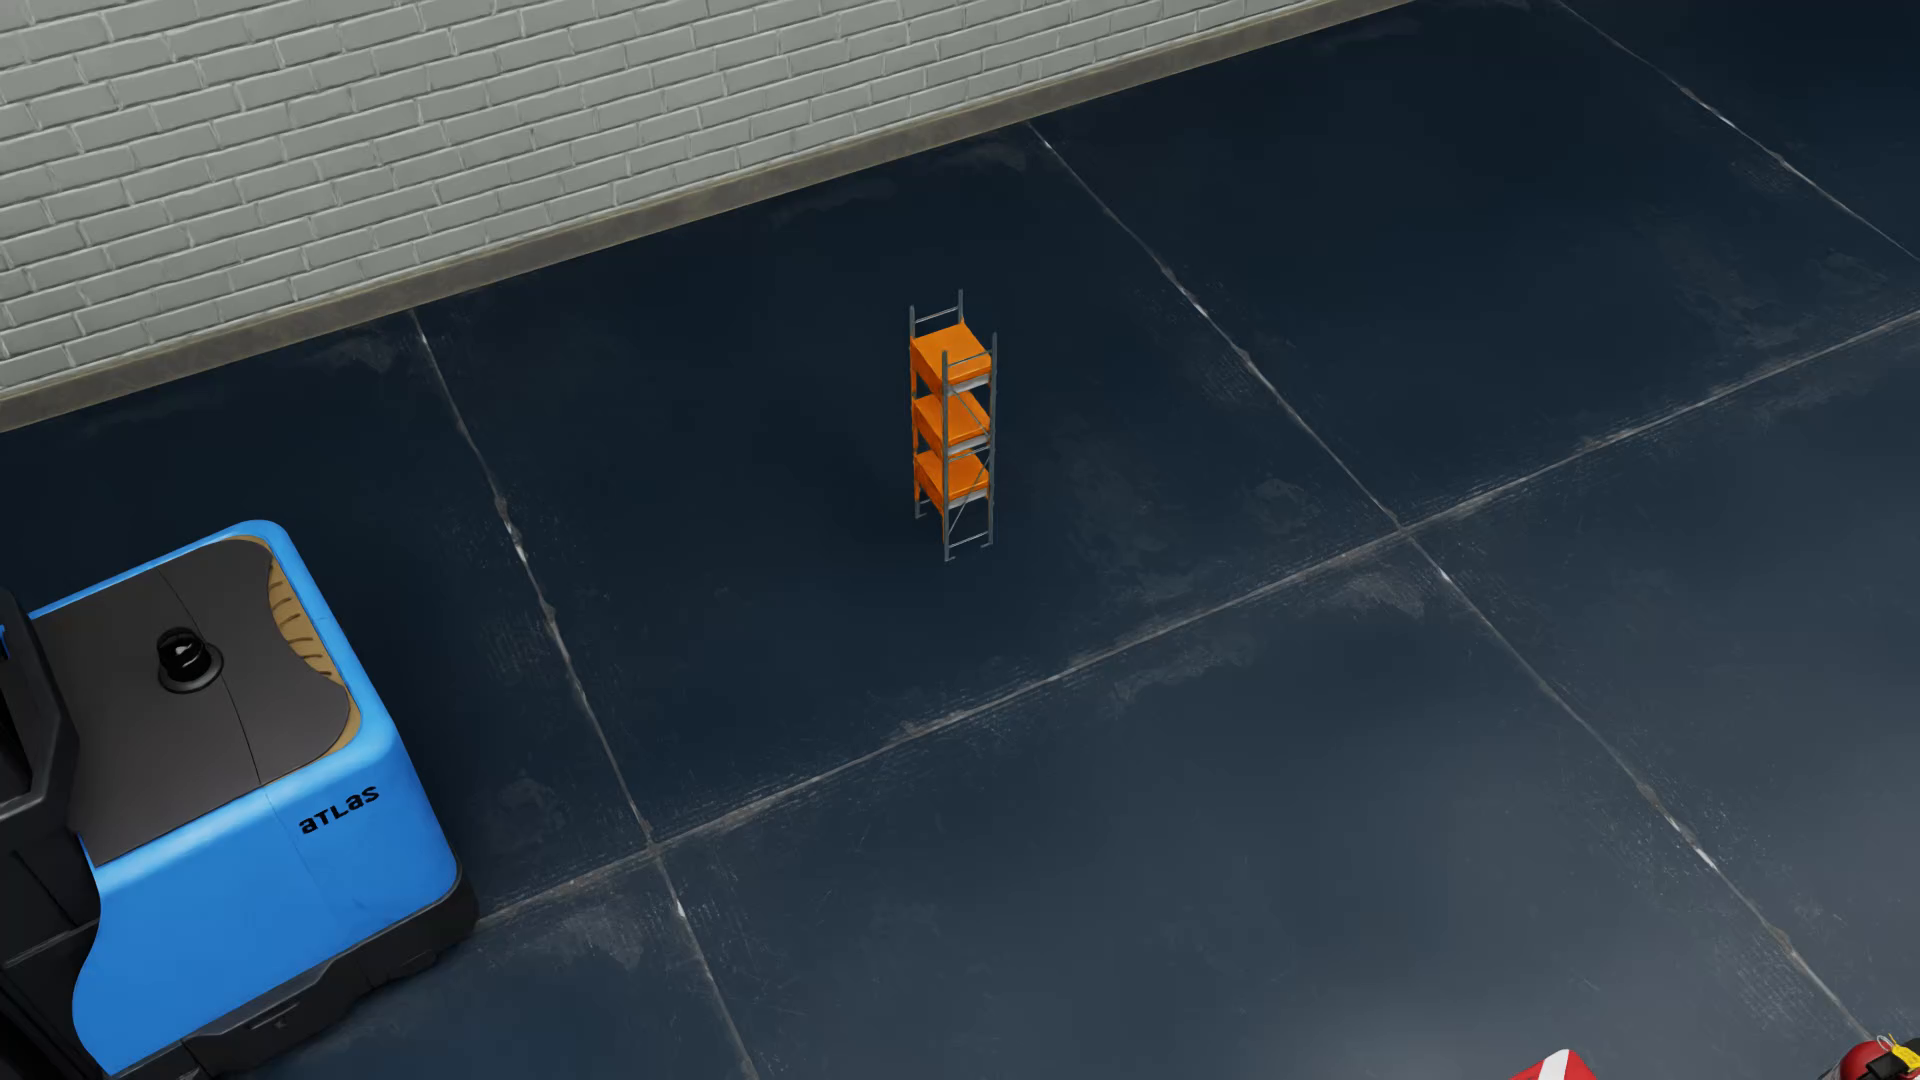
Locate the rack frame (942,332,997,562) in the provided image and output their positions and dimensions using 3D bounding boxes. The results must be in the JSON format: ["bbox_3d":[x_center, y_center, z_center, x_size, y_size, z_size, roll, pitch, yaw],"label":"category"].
[{"bbox_3d":[0.031,-0.300,5.815,0.200,1.050,0.008,-21,52,-18],"label":"rack frame"}]

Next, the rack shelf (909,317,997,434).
[{"bbox_3d":[-0.024,-0.561,5.681,0.215,0.259,0.240,-21,52,-18],"label":"rack shelf"}]

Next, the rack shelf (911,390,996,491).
[{"bbox_3d":[-0.024,-0.374,5.894,0.215,0.259,0.240,-21,52,-18],"label":"rack shelf"}]

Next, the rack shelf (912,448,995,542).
[{"bbox_3d":[-0.024,-0.191,6.103,0.215,0.259,0.240,-21,52,-18],"label":"rack shelf"}]

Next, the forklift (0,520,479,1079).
[{"bbox_3d":[-2.990,0.585,3.791,3.031,2.935,1.130,-27,54,-22],"label":"forklift"}]

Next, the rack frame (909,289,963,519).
[{"bbox_3d":[-0.080,-0.463,5.958,0.200,1.050,0.008,-21,52,-18],"label":"rack frame"}]

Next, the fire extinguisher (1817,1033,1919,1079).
[{"bbox_3d":[1.917,1.187,3.518,0.296,0.674,0.183,-21,52,-18],"label":"fire extinguisher"}]

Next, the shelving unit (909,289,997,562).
[{"bbox_3d":[-0.024,-0.381,5.886,0.215,1.050,0.252,-21,52,-18],"label":"shelving unit"}]
